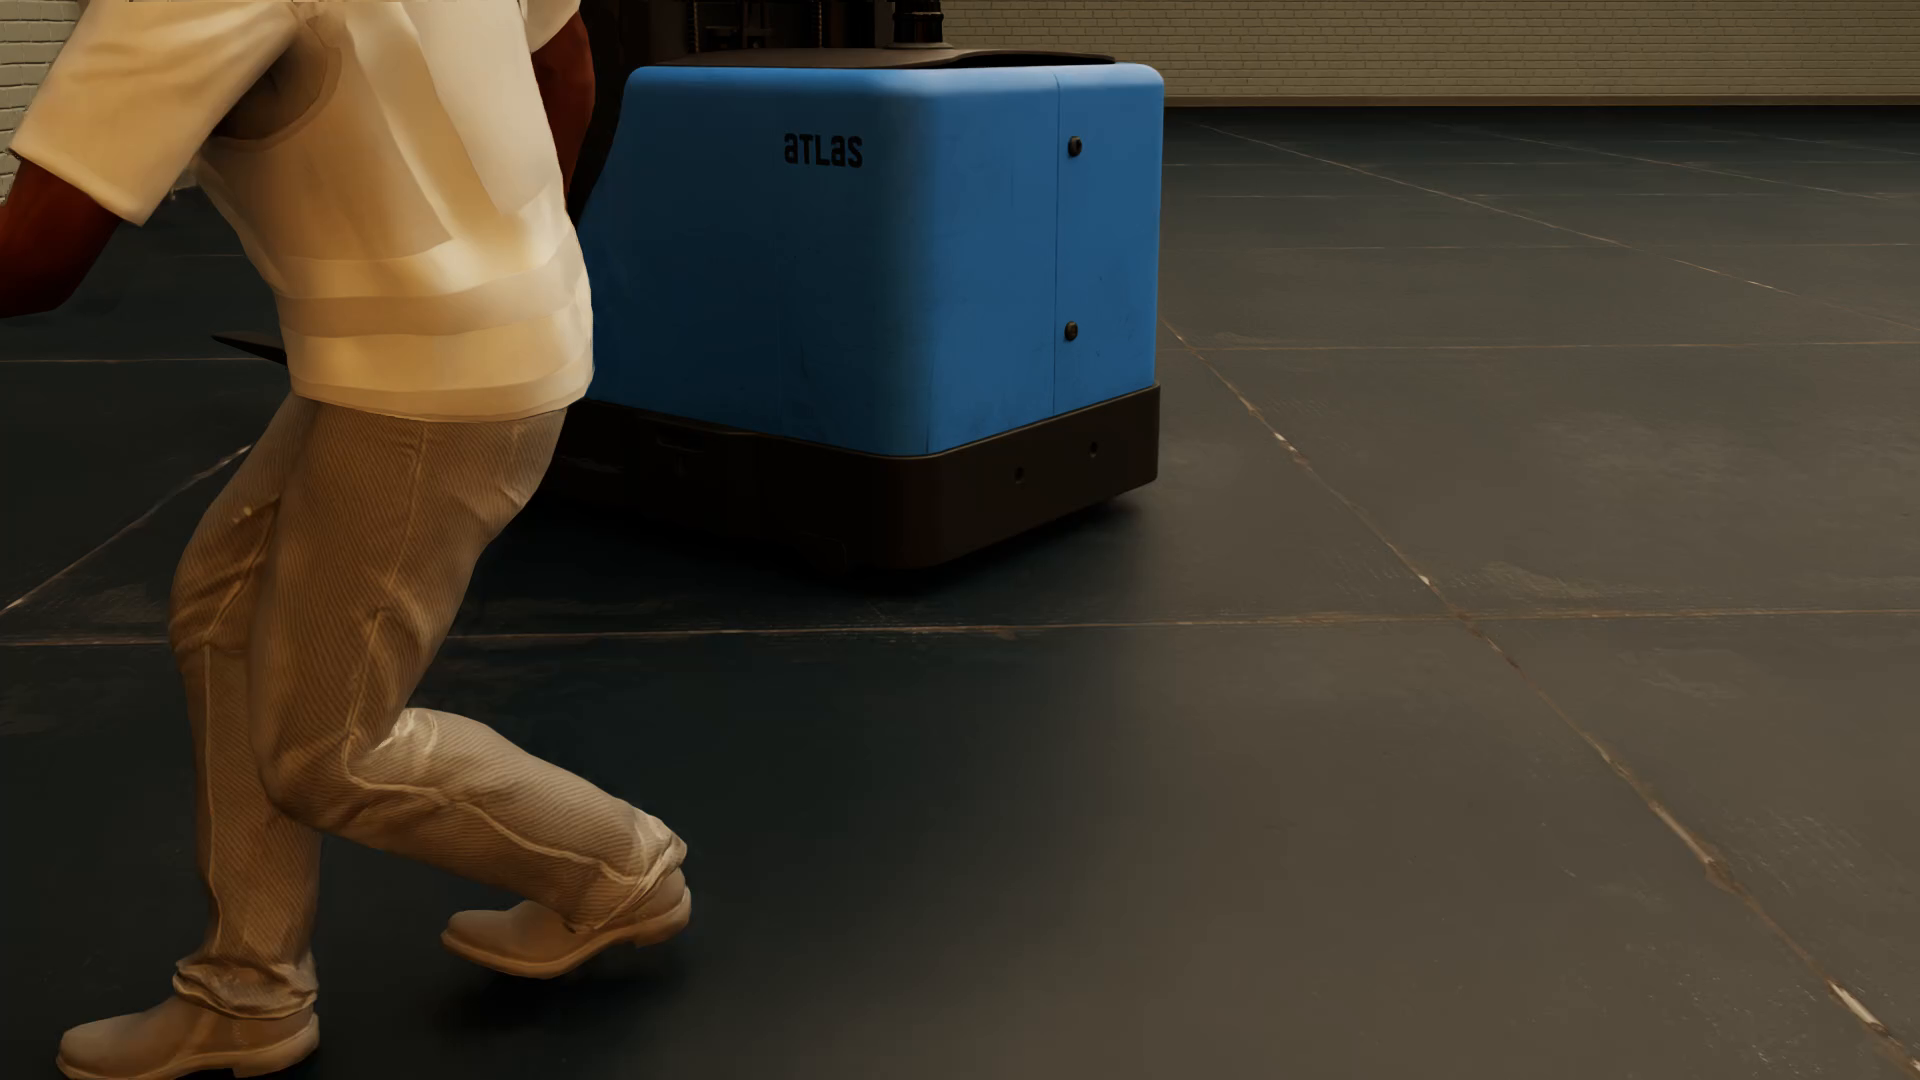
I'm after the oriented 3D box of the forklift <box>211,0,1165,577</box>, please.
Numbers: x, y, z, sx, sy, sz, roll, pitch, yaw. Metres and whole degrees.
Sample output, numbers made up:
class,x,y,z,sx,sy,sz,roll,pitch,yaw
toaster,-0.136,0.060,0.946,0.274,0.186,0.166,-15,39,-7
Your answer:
class,x,y,z,sx,sy,sz,roll,pitch,yaw
forklift,-0.980,-1.649,4.298,3.031,2.935,1.130,13,21,36

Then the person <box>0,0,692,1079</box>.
class,x,y,z,sx,sy,sz,roll,pitch,yaw
person,-0.764,-0.219,1.893,0.843,1.633,0.882,-2,17,-7
